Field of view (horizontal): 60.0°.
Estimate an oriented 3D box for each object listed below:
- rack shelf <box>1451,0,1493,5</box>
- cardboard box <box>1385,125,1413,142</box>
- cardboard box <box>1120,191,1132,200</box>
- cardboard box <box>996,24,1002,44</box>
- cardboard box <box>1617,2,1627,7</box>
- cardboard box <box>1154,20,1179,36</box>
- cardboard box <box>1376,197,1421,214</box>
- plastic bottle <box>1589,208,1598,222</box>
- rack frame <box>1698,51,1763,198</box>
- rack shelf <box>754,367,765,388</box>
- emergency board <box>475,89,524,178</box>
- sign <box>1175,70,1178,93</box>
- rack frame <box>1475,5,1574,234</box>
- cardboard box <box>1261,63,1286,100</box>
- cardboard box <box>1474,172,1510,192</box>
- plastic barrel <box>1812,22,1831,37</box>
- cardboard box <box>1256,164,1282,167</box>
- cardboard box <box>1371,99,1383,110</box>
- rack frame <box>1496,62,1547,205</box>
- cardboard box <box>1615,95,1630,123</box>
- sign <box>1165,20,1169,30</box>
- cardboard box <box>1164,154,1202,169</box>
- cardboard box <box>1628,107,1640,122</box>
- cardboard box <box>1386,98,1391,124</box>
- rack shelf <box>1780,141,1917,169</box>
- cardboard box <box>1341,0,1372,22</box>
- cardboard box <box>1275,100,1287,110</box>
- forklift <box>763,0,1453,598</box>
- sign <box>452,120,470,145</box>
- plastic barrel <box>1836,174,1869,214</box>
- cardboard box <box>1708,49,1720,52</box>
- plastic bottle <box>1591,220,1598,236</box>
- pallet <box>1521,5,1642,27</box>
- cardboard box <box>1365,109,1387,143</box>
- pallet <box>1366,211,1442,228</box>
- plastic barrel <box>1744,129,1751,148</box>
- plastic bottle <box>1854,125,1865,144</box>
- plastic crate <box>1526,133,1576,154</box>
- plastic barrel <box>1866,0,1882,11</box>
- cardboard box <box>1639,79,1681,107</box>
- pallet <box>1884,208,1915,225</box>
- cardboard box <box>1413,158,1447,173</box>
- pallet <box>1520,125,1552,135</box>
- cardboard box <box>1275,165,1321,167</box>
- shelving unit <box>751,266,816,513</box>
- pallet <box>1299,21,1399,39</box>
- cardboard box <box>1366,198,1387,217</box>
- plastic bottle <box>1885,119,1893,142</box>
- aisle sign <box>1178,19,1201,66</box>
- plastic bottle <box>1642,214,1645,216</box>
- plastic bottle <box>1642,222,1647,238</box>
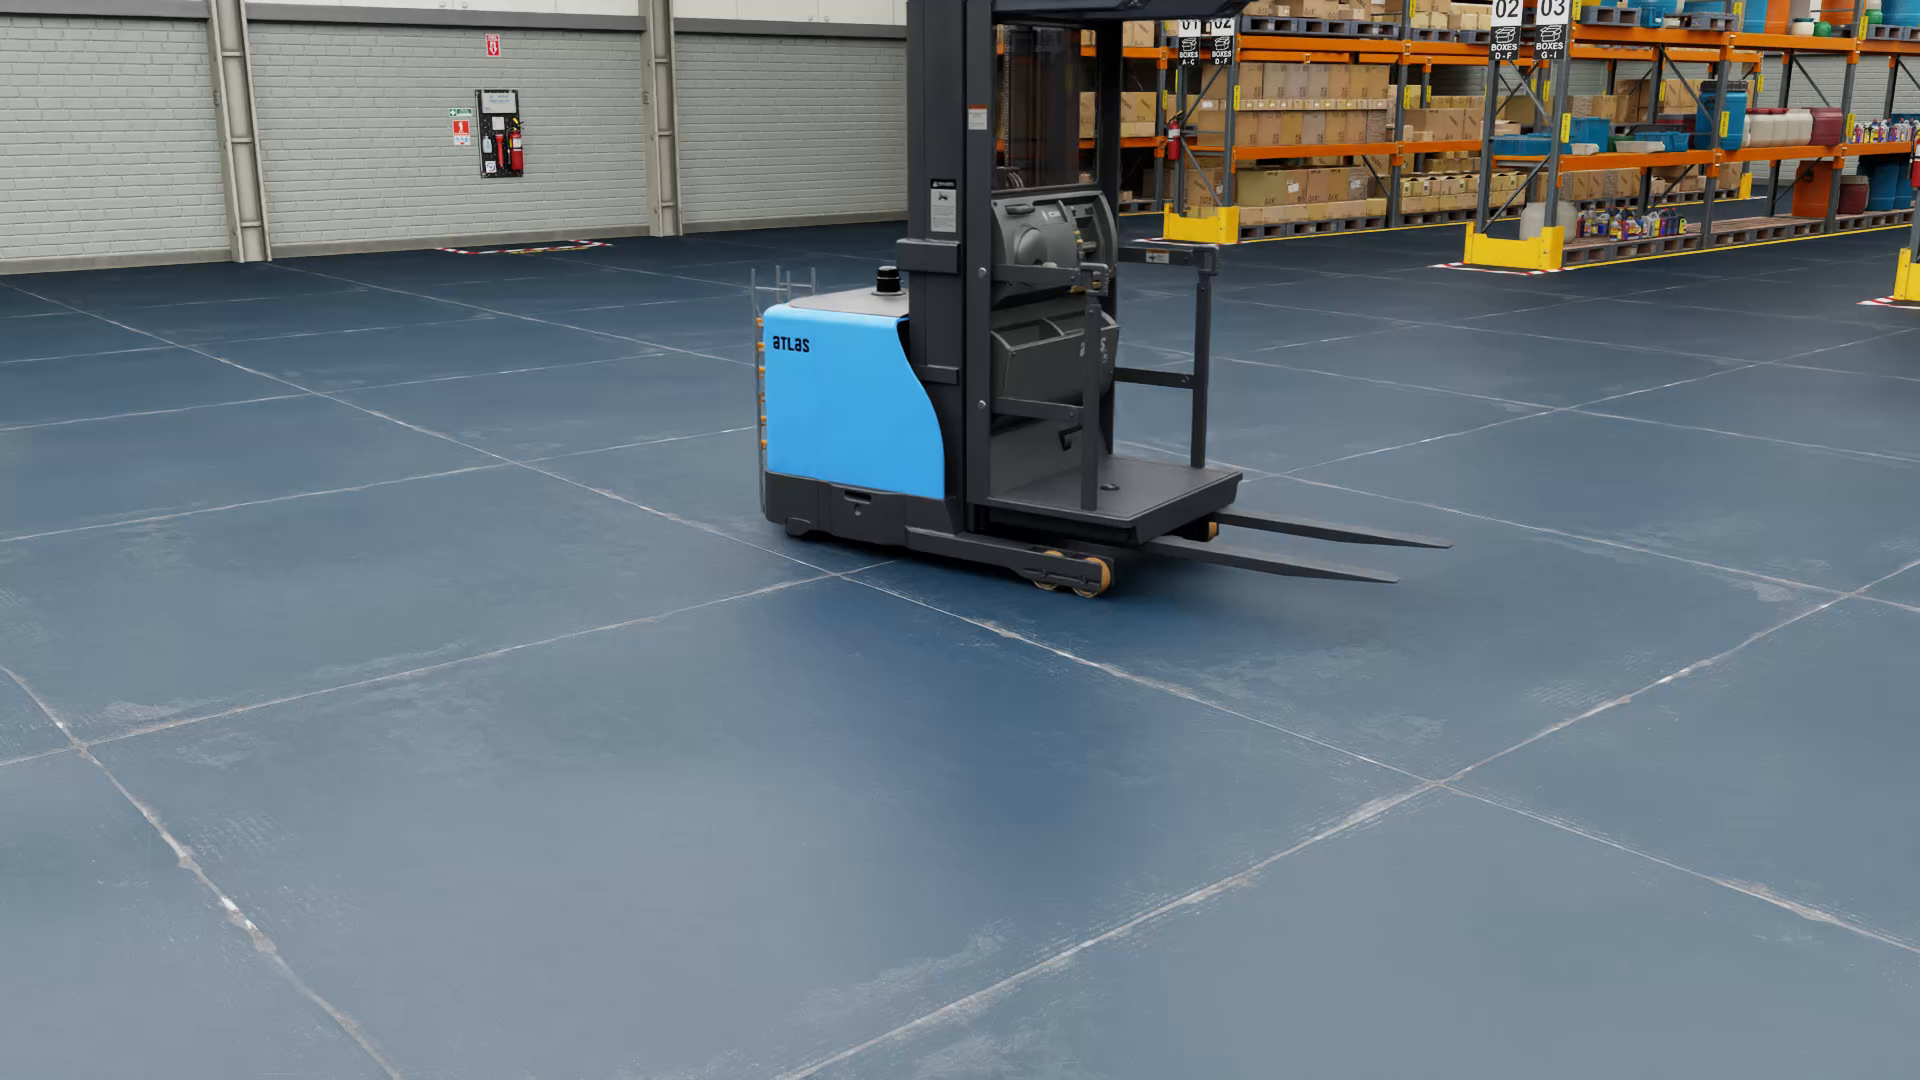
[{"bbox_3d":[10.759,-11.434,35.288,4.000,0.370,1.077,-13,19,-39],"label":"rack shelf"},{"bbox_3d":[6.813,-6.438,26.331,0.500,0.250,0.500,-11,19,-36],"label":"cardboard box"},{"bbox_3d":[2.831,-6.130,29.523,0.380,0.166,0.250,13,20,40],"label":"cardboard box"},{"bbox_3d":[0.614,-8.220,26.666,0.500,0.500,0.500,-12,19,-38],"label":"cardboard box"},{"bbox_3d":[11.587,-9.334,29.868,0.600,0.600,0.600,-13,20,-40],"label":"cardboard box"},{"bbox_3d":[3.680,-9.160,29.410,0.500,0.500,0.500,-9,18,-32],"label":"cardboard box"},{"bbox_3d":[6.937,-5.313,26.343,0.500,0.250,0.500,-13,20,-41],"label":"cardboard box"},{"bbox_3d":[8.374,-4.227,22.041,0.185,0.351,0.144,-13,20,-40],"label":"plastic bottle"},{"bbox_3d":[15.522,-8.452,33.578,0.127,3.000,1.000,-13,19,-39],"label":"rack frame"},{"bbox_3d":[-0.844,-0.793,8.097,0.258,0.103,0.180,9,18,33],"label":"rack shelf"},{"bbox_3d":[-6.258,-5.564,22.768,0.643,1.169,0.194,-13,19,-39],"label":"emergency board"},{"bbox_3d":[3.107,-6.523,23.655,0.005,0.325,0.100,-13,19,-39],"label":"sign"},{"bbox_3d":[6.701,-4.776,19.818,0.127,3.000,1.000,-13,19,-39],"label":"rack frame"},{"bbox_3d":[4.246,-6.592,23.908,0.500,0.500,0.700,-13,20,-41],"label":"cardboard box"},{"bbox_3d":[8.866,-6.016,27.887,0.500,0.311,0.500,-13,20,-40],"label":"cardboard box"},{"bbox_3d":[12.583,-7.454,24.331,0.294,0.245,0.294,0,15,0],"label":"plastic barrel"},{"bbox_3d":[5.724,-6.933,31.883,0.500,0.500,0.700,-12,19,-39],"label":"cardboard box"},{"bbox_3d":[6.218,-6.651,25.387,0.250,0.149,0.380,-13,20,-41],"label":"cardboard box"},{"bbox_3d":[9.487,-7.096,28.504,0.127,3.000,1.000,-13,19,-39],"label":"rack frame"},{"bbox_3d":[12.001,-7.988,30.837,0.700,0.500,0.500,8,17,28],"label":"cardboard box"},{"bbox_3d":[3.577,-8.977,28.731,0.005,0.325,0.100,-13,19,-39],"label":"sign"},{"bbox_3d":[4.090,-6.953,30.505,0.500,0.250,0.500,-13,20,-41],"label":"cardboard box"},{"bbox_3d":[12.714,-7.957,31.532,0.500,0.500,0.500,-12,19,-38],"label":"cardboard box"},{"bbox_3d":[8.305,-8.640,33.476,0.500,0.500,0.500,-13,19,-39],"label":"cardboard box"},{"bbox_3d":[14.245,-6.123,26.253,4.000,0.370,1.077,-13,19,-39],"label":"rack shelf"},{"bbox_3d":[5.917,-8.153,25.368,0.500,0.500,0.500,-11,18,-35],"label":"cardboard box"},{"bbox_3d":[4.468,-6.257,23.911,0.250,0.149,0.380,-13,20,-40],"label":"cardboard box"},{"bbox_3d":[0.588,-1.334,7.064,3.031,2.935,1.130,10,18,33],"label":"forklift"},{"bbox_3d":[-6.742,-5.508,22.488,0.234,0.329,0.001,-13,19,-39],"label":"sign"},{"bbox_3d":[13.946,-5.447,26.188,0.708,0.588,0.600,-13,19,-39],"label":"plastic barrel"},{"bbox_3d":[14.167,-9.439,31.751,0.500,0.250,0.500,-13,19,-39],"label":"cardboard box"},{"bbox_3d":[8.346,-4.107,21.882,0.097,0.201,0.097,0,15,0],"label":"plastic bottle"},{"bbox_3d":[7.389,-6.255,19.909,1.213,0.211,1.003,-13,19,-39],"label":"pallet"},{"bbox_3d":[6.139,-6.391,25.669,0.500,0.500,0.700,-13,20,-41],"label":"cardboard box"},{"bbox_3d":[7.000,-5.204,26.823,1.213,0.211,1.003,-13,19,-39],"label":"pallet"},{"bbox_3d":[10.818,-5.581,23.100,0.301,0.262,0.301,0,15,0],"label":"plastic barrel"},{"bbox_3d":[13.624,-6.160,25.240,0.135,0.276,0.152,-13,19,-39],"label":"plastic bottle"},{"bbox_3d":[7.376,-4.956,20.781,0.408,0.251,0.499,-13,19,-39],"label":"plastic crate"},{"bbox_3d":[13.975,-8.179,25.667,0.433,0.535,0.433,0,15,0],"label":"plastic barrel"},{"bbox_3d":[13.045,-8.330,30.993,0.500,0.500,0.500,-12,19,-38],"label":"cardboard box"},{"bbox_3d":[15.144,-5.339,27.329,1.213,0.211,1.003,-13,19,-39],"label":"pallet"},{"bbox_3d":[9.882,-7.840,35.317,0.500,0.500,0.700,-12,19,-39],"label":"cardboard box"},{"bbox_3d":[9.953,-7.132,29.010,1.003,0.211,1.213,-13,19,-39],"label":"pallet"},{"bbox_3d":[5.160,-5.468,25.471,0.500,0.500,0.500,-13,19,-39],"label":"cardboard box"},{"bbox_3d":[-0.843,-0.720,8.116,0.258,1.200,0.189,9,18,33],"label":"shelving unit"},{"bbox_3d":[5.843,-7.676,25.032,1.213,0.211,1.003,-13,19,-39],"label":"pallet"},{"bbox_3d":[6.264,-5.172,25.815,0.500,0.250,0.500,-13,19,-39],"label":"cardboard box"},{"bbox_3d":[14.444,-6.379,25.915,0.185,0.351,0.144,-13,19,-39],"label":"plastic bottle"},{"bbox_3d":[3.210,-7.043,23.268,0.004,0.787,0.394,-13,19,-39],"label":"aisle sign"},{"bbox_3d":[8.947,-4.117,21.762,0.133,0.283,0.061,-13,19,-39],"label":"plastic bottle"},{"bbox_3d":[8.837,-4.010,21.519,0.097,0.201,0.097,0,15,0],"label":"plastic bottle"}]
